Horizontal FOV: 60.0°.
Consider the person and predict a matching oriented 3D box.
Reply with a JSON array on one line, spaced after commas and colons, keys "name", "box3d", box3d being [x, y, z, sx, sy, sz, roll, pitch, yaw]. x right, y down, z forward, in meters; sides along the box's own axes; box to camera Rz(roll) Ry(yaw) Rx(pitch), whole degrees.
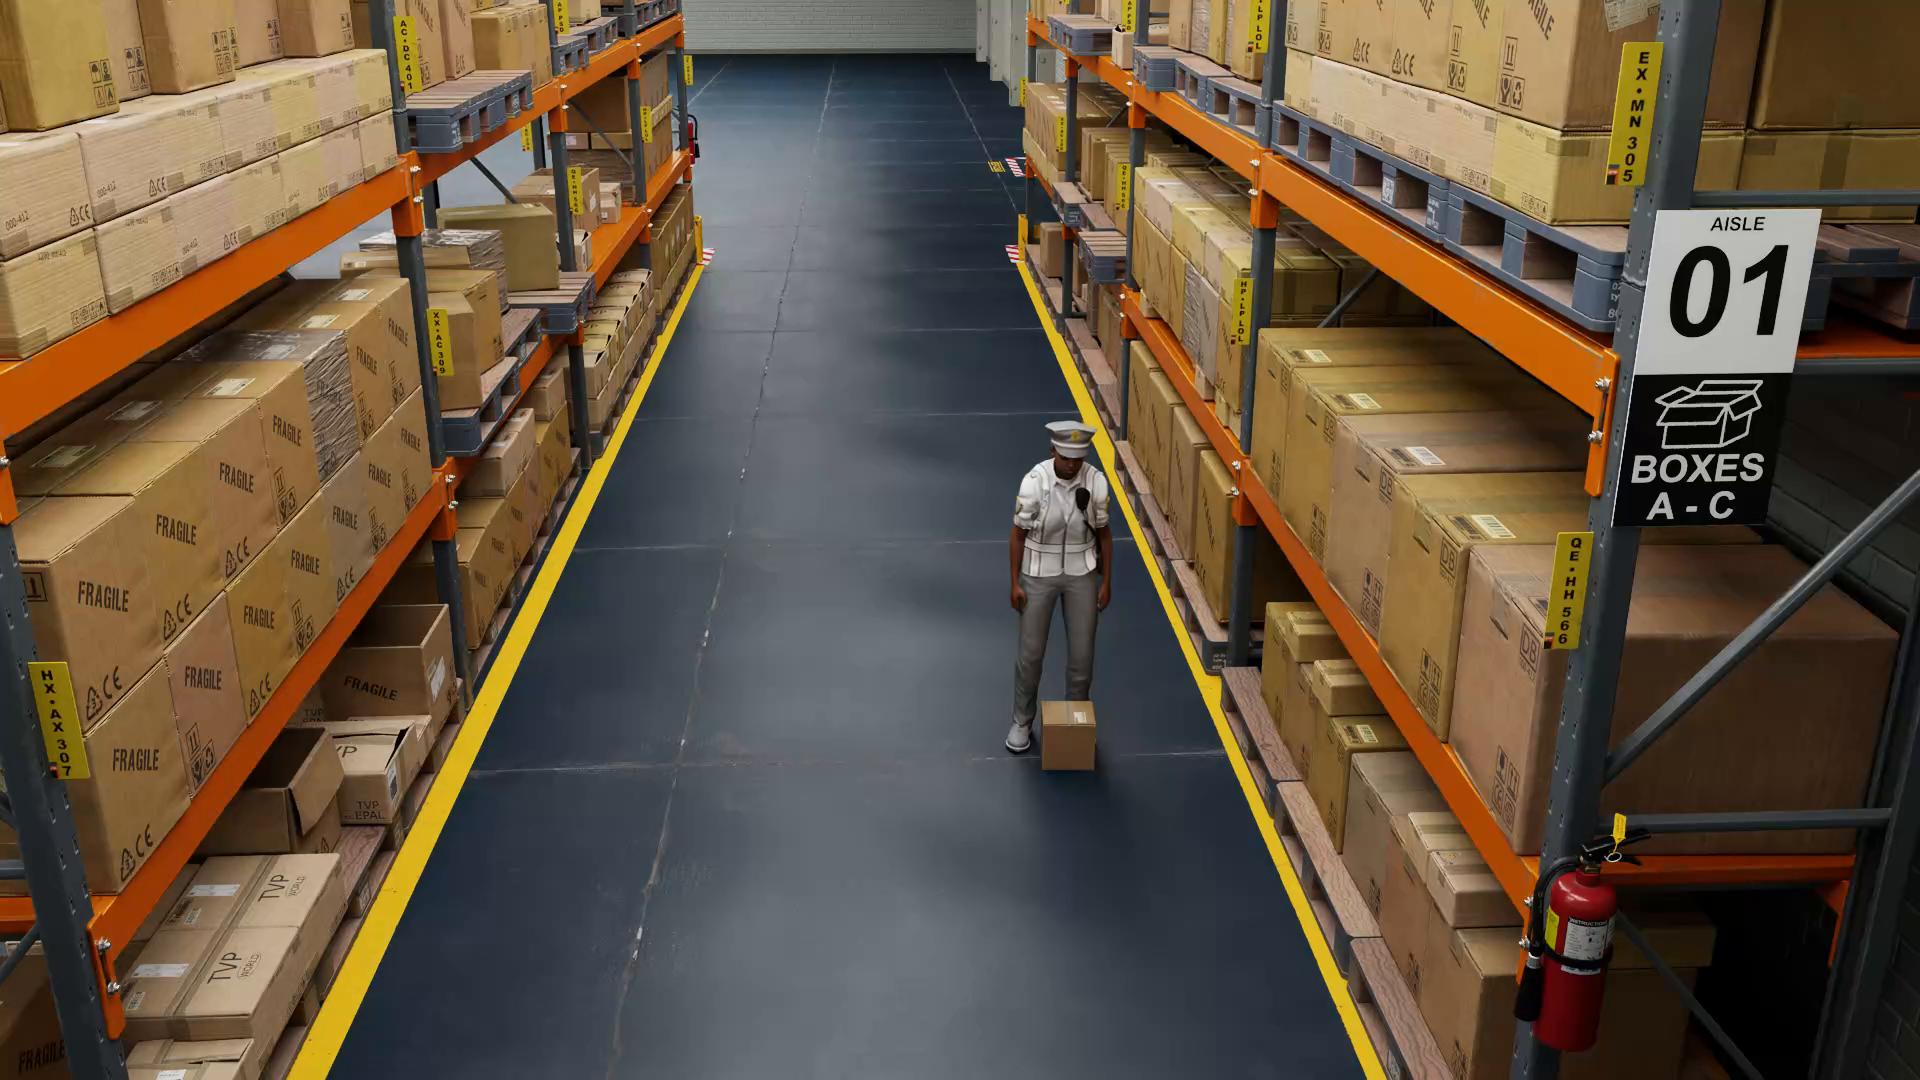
[{"name": "person", "box3d": [0.478, 0.208, 8.025, 0.515, 1.657, 0.400, -1, 21, -4]}]
